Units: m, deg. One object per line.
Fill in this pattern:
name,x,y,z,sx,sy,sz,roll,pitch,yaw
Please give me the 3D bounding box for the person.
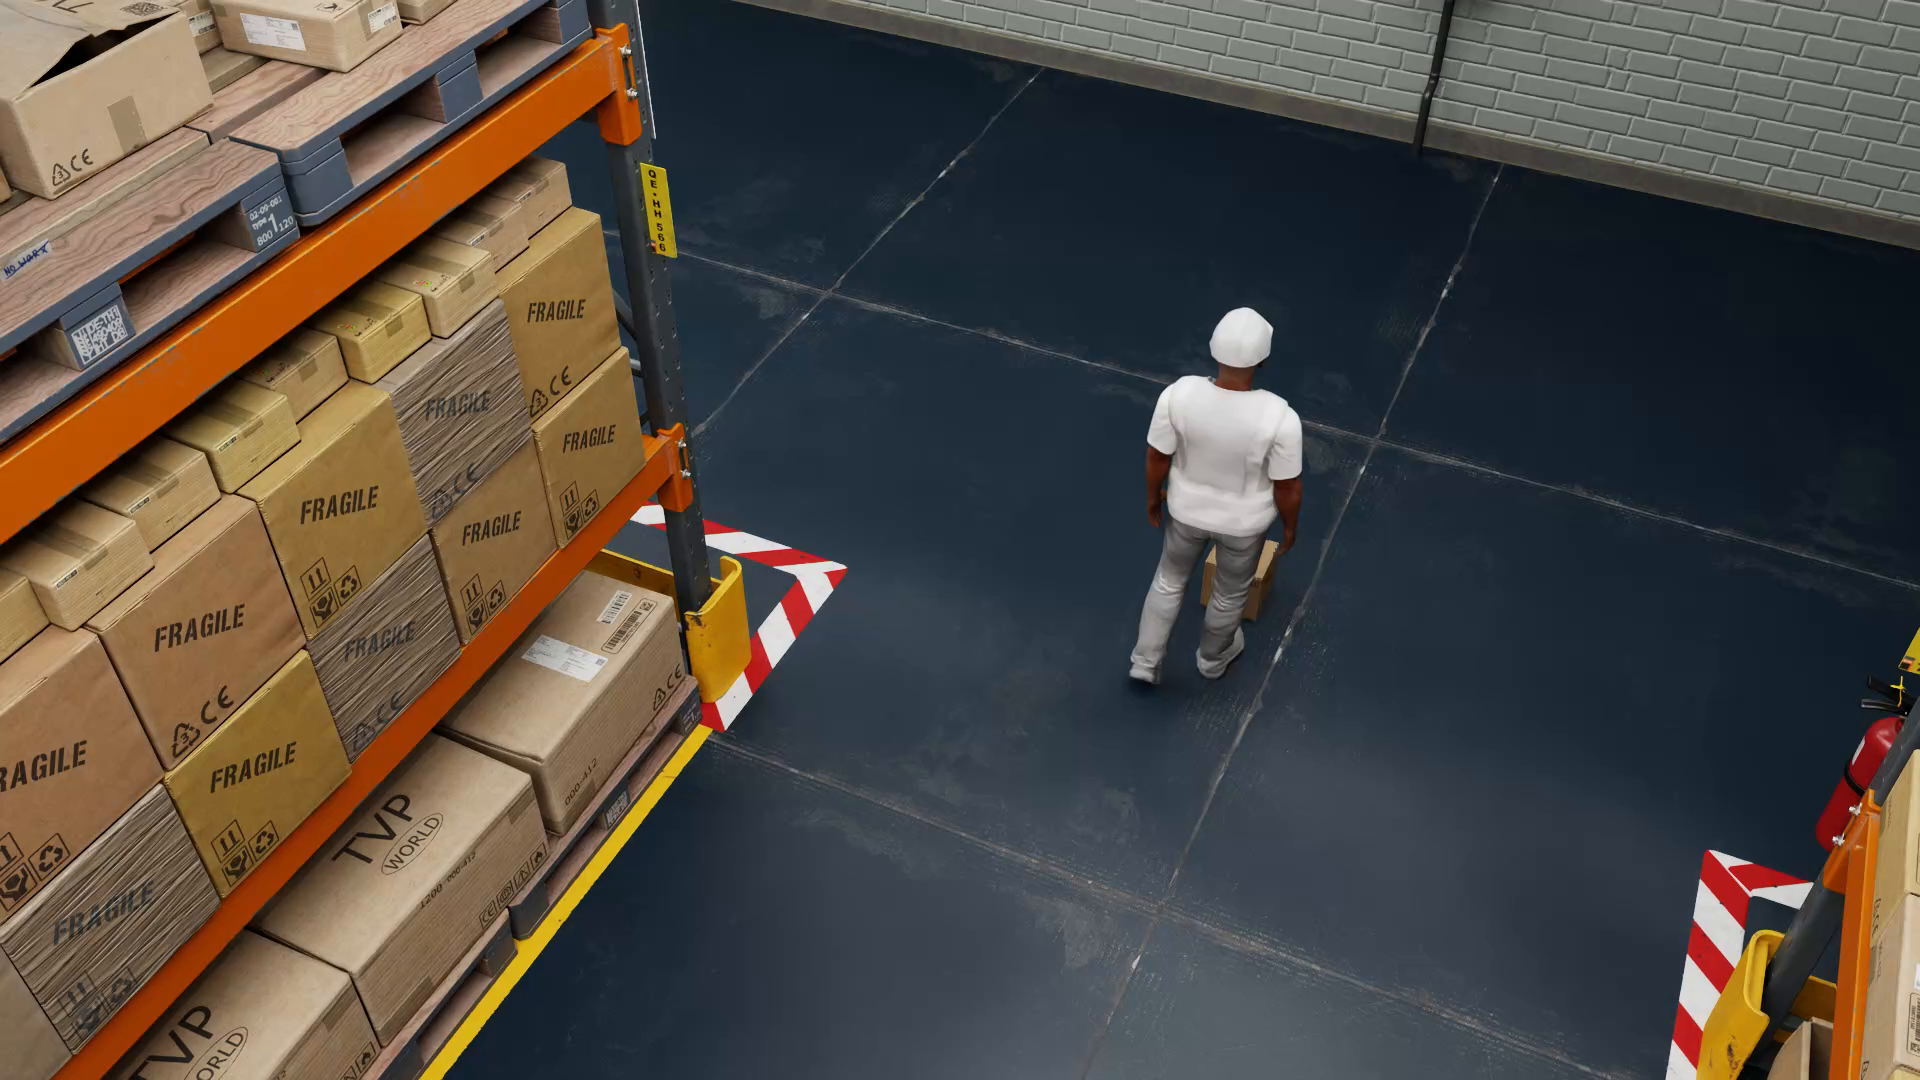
person,0.992,-0.104,6.308,0.585,1.835,0.513,17,45,19
